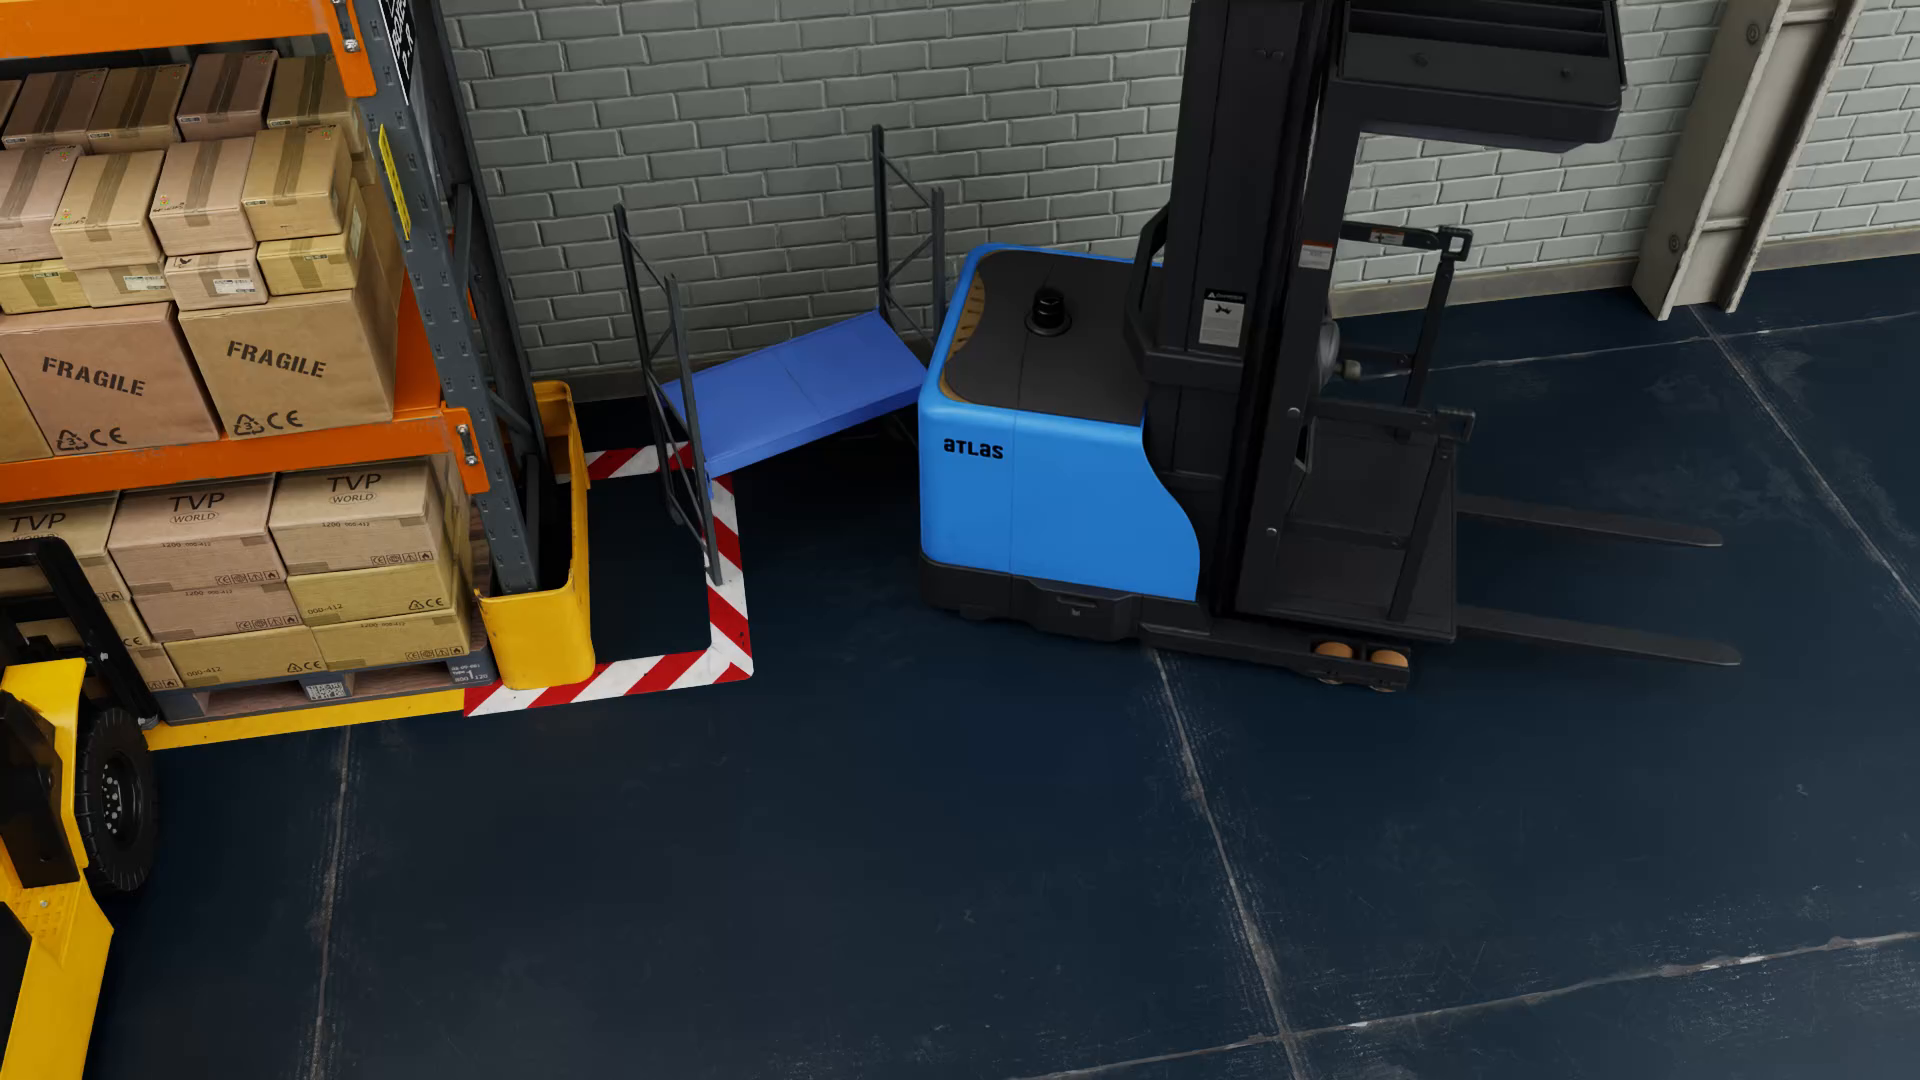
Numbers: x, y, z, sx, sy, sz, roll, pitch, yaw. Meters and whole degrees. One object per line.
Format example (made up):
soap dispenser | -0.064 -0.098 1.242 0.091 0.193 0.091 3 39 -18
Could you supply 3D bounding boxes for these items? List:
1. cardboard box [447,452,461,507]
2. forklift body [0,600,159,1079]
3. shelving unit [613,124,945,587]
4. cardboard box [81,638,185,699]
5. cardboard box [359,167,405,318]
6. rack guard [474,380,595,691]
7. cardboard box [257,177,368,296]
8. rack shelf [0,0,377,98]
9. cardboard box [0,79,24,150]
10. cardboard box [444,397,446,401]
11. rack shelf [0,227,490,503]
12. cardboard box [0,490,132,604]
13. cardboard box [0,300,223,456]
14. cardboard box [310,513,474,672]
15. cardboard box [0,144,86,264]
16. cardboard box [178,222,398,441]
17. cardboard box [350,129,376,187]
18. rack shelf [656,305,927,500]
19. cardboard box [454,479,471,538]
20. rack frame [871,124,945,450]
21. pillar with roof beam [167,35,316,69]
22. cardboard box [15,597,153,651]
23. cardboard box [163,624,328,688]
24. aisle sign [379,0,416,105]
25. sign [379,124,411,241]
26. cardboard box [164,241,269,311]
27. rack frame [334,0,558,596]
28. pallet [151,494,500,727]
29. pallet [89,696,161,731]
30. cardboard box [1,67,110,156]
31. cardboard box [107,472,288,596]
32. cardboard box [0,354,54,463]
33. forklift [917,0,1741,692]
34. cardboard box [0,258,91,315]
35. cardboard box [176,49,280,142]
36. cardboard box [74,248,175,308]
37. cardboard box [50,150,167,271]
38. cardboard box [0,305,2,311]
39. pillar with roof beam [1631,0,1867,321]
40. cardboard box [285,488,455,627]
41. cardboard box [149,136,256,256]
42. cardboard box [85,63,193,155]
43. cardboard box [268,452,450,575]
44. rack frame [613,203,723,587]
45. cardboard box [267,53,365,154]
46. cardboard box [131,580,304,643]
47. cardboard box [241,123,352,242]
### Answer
cardboard box | -2.161 -0.358 6.283 0.500 0.250 0.500 -6 46 -6
forklift body | -3.220 0.918 4.372 1.214 2.155 2.313 -7 46 -7
shelving unit | -0.632 -0.678 6.361 1.048 1.500 0.538 -22 50 -20
cardboard box | -3.057 0.296 6.000 0.500 0.250 0.500 -7 46 -6
cardboard box | -2.198 -1.075 5.633 0.500 0.500 0.500 -6 46 -5
rack guard | -1.638 -0.039 6.441 0.348 0.500 1.175 -7 46 -7
cardboard box | -1.956 -0.922 5.036 0.250 0.149 0.380 -6 46 -6
rack shelf | -3.633 -1.449 4.480 4.000 0.370 1.077 -7 46 -7
cardboard box | -3.053 -1.256 5.151 0.250 0.149 0.380 -6 46 -6
cardboard box | -2.168 -0.518 6.089 0.500 0.250 0.500 -8 47 -7
rack shelf | -3.633 -0.408 5.560 4.000 0.370 1.077 -7 46 -7
cardboard box | -3.060 -0.028 5.618 0.500 0.250 0.500 -7 46 -6
cardboard box | -2.615 -0.634 5.209 0.500 0.500 0.500 -6 46 -6
cardboard box | -2.071 0.187 6.105 0.500 0.250 0.500 -7 46 -7
cardboard box | -2.728 -0.992 4.896 0.250 0.149 0.380 -7 46 -7
cardboard box | -2.102 -0.692 5.264 0.500 0.500 0.500 -8 47 -8
cardboard box | -2.041 -1.306 5.405 0.250 0.149 0.380 -8 47 -8
rack shelf | -0.632 -0.553 6.491 1.000 0.185 0.538 -22 50 -20
cardboard box | -2.179 -0.174 6.452 0.500 0.250 0.500 -7 46 -7
rack frame | -0.191 -0.859 6.537 0.032 1.500 0.500 -22 50 -20
pillar with roof beam | -1.768 -0.484 0.968 0.400 9.000 9.100 -7 46 -7
cardboard box | -3.090 0.145 5.798 0.500 0.250 0.500 -8 47 -8
cardboard box | -2.563 0.241 6.053 0.500 0.250 0.500 -7 46 -7
aisle sign | -1.547 -1.605 4.408 0.004 0.787 0.394 -7 46 -7
sign | -1.583 -1.001 4.663 0.005 0.325 0.100 -7 46 -7
cardboard box | -2.203 -0.870 4.985 0.250 0.149 0.380 -6 46 -6
rack frame | -1.662 -0.904 5.538 0.127 3.000 1.000 -7 46 -7
pallet | -2.409 0.187 6.423 1.213 0.211 1.003 -7 46 -7
pallet | -3.608 0.335 6.281 1.213 0.211 1.003 -7 46 -7
cardboard box | -2.797 -1.306 5.199 0.250 0.149 0.380 -7 46 -7
cardboard box | -2.565 -0.097 5.684 0.500 0.250 0.500 -6 46 -6
cardboard box | -3.120 -0.571 5.148 0.500 0.500 0.500 -8 47 -8
forklift | 1.409 -0.870 5.553 3.031 2.935 1.130 8 47 8
cardboard box | -2.715 -0.859 4.975 0.250 0.149 0.380 -7 47 -7
cardboard box | -2.302 -1.389 5.279 0.250 0.149 0.380 -6 46 -5
cardboard box | -2.469 -0.881 4.996 0.250 0.149 0.380 -6 46 -6
cardboard box | -2.470 -0.969 4.875 0.250 0.149 0.380 -6 46 -6
cardboard box | -2.970 -0.792 4.911 0.250 0.149 0.380 -8 47 -8
pillar with roof beam | 4.144 -1.221 1.678 0.400 9.000 9.100 -7 46 -7
cardboard box | -2.088 0.013 5.925 0.500 0.250 0.500 -8 47 -7
cardboard box | -2.217 -1.021 4.924 0.250 0.149 0.380 -7 46 -7
cardboard box | -2.551 -1.326 5.218 0.250 0.149 0.380 -6 46 -6
cardboard box | -2.063 -0.164 5.749 0.500 0.250 0.500 -6 46 -5
rack frame | -1.074 -0.496 6.186 0.032 1.500 0.500 -22 50 -20
cardboard box | -2.030 -1.377 5.267 0.250 0.149 0.380 -8 47 -8
cardboard box | -2.584 0.067 5.873 0.500 0.250 0.500 -8 47 -7
cardboard box | -1.979 -1.073 4.975 0.250 0.149 0.380 -7 46 -7
